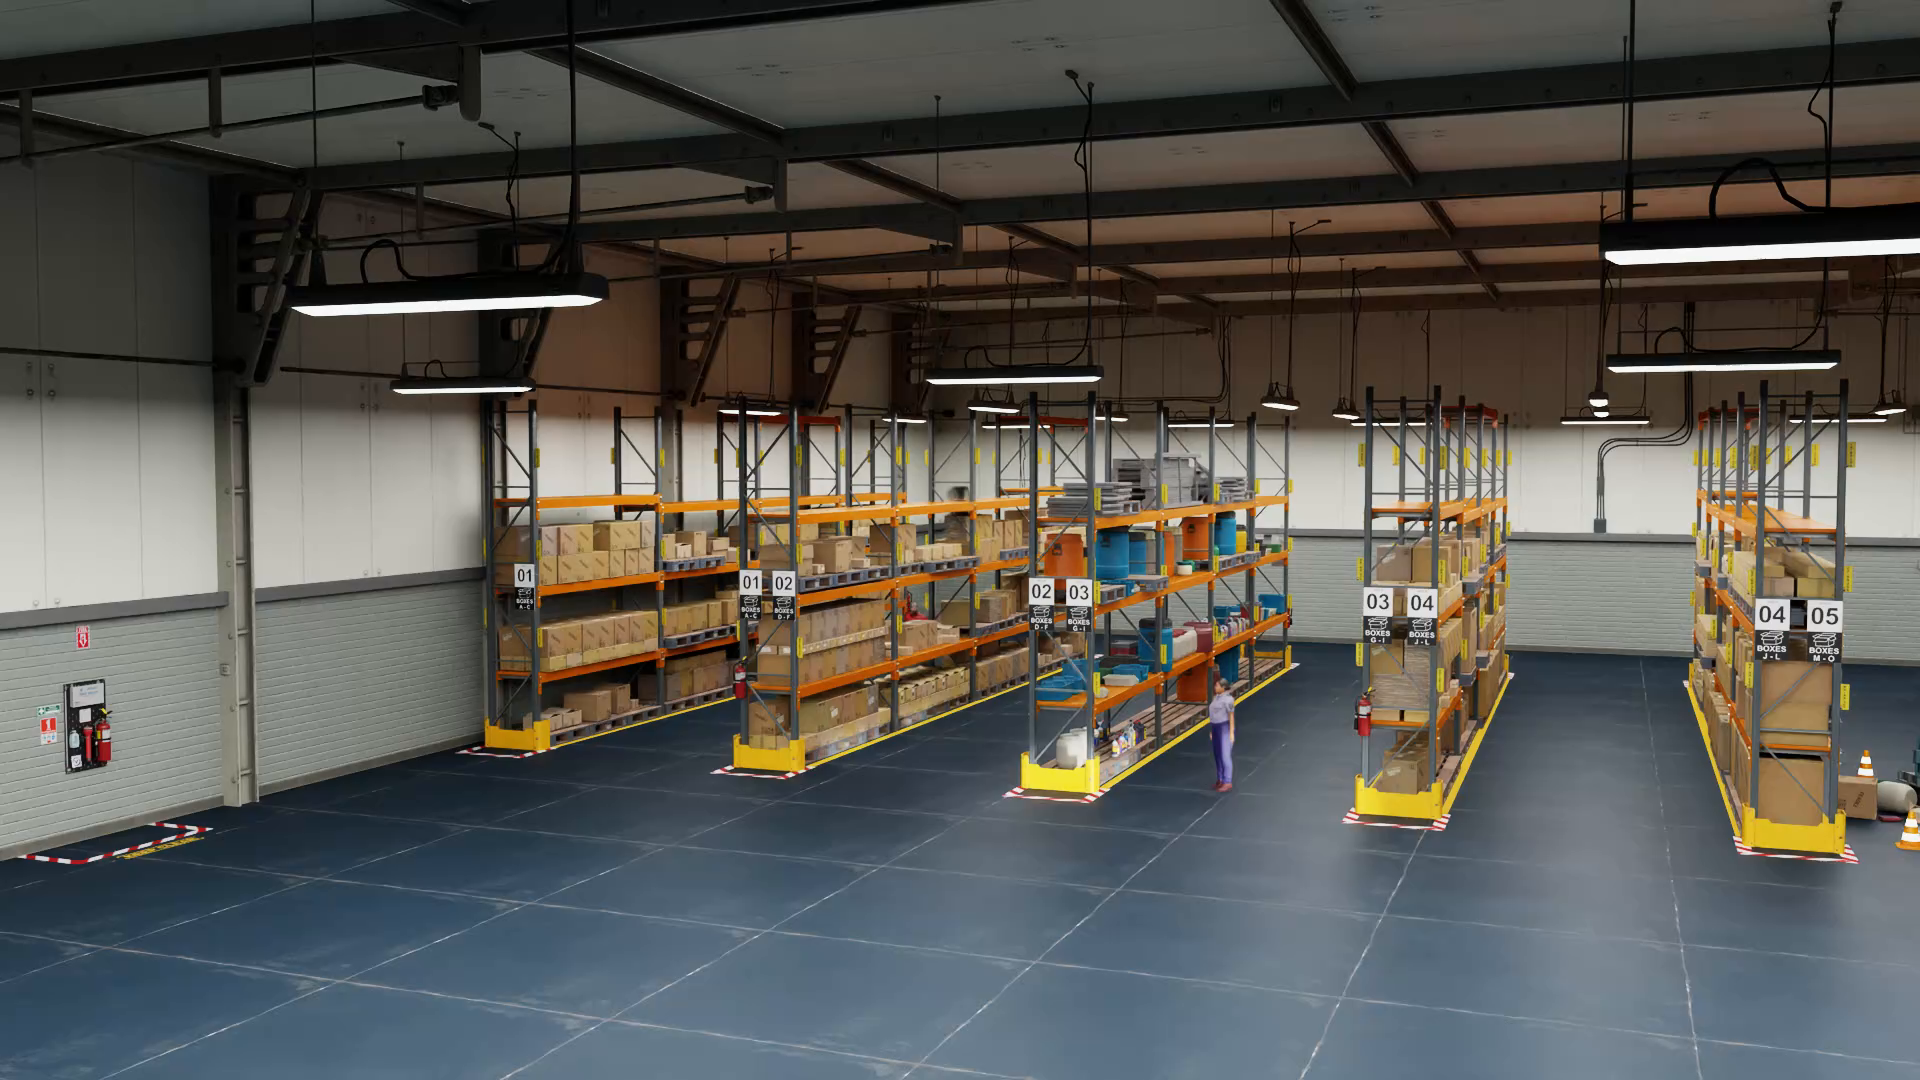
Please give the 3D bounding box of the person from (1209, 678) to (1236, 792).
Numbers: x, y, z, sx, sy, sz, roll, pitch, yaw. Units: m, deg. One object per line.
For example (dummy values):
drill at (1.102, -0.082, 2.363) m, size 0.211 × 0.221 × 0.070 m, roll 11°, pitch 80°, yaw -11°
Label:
person at (3.961, 2.938, 25.224) m, size 0.435 × 1.662 × 0.633 m, roll -1°, pitch 3°, yaw -18°

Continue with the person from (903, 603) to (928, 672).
person at (-1.037, 2.304, 37.602) m, size 0.699 × 1.772 × 0.825 m, roll 1°, pitch 3°, yaw 27°

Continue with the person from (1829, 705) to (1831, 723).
person at (16.320, 2.671, 31.323) m, size 0.472 × 1.616 × 0.361 m, roll -2°, pitch 3°, yaw -31°
